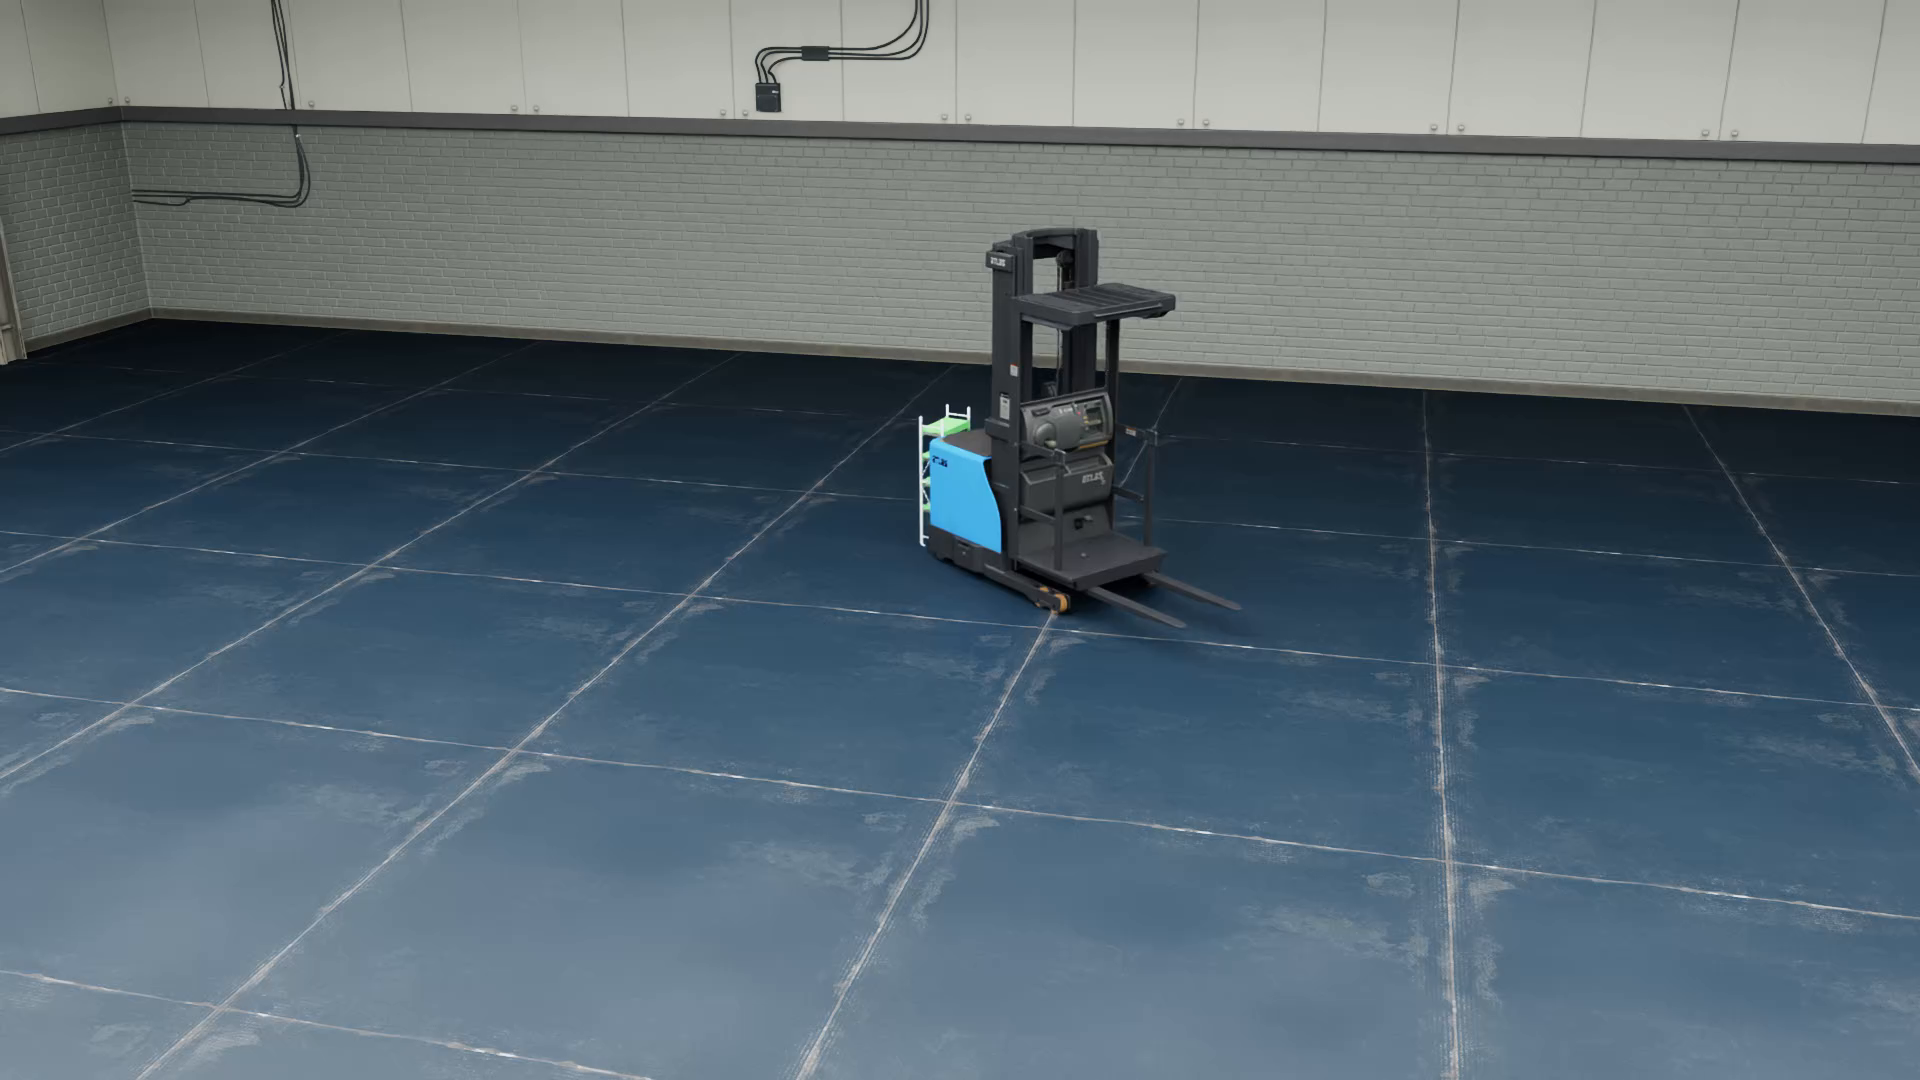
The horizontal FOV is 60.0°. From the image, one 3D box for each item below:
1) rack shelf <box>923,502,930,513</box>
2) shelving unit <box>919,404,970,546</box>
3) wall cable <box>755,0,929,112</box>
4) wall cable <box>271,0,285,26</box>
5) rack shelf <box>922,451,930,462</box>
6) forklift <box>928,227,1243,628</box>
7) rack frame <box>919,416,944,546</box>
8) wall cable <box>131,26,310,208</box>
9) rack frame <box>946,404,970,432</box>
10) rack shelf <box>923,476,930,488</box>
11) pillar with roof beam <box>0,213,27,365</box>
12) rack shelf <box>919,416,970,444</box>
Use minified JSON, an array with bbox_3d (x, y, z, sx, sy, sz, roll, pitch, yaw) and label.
[{"bbox_3d":[-0.134,-0.289,15.118,0.258,0.148,0.480,10,21,27],"label":"rack shelf"},{"bbox_3d":[-0.134,-0.577,15.020,0.258,1.200,0.503,10,21,27],"label":"shelving unit"},{"bbox_3d":[-1.517,-8.324,20.373,2.305,6.003,0.169,5,19,13],"label":"wall cable"},{"bbox_3d":[-8.096,-8.176,22.192,3.097,2.526,0.112,5,19,13],"label":"wall cable"},{"bbox_3d":[-0.134,-0.743,14.963,0.258,0.148,0.480,10,21,27],"label":"rack shelf"},{"bbox_3d":[1.016,-0.968,13.487,1.130,2.935,3.031,-14,23,-35],"label":"forklift"},{"bbox_3d":[-0.250,-0.507,14.816,0.240,1.200,0.015,10,21,27],"label":"rack frame"},{"bbox_3d":[-10.719,-5.999,23.634,3.097,2.526,0.112,5,19,13],"label":"wall cable"},{"bbox_3d":[-0.018,-0.646,15.223,0.240,1.200,0.015,10,21,27],"label":"rack frame"},{"bbox_3d":[-0.134,-0.516,15.040,0.258,0.148,0.480,10,21,27],"label":"rack shelf"},{"bbox_3d":[-8.547,-6.310,19.739,9.100,9.000,0.400,5,19,13],"label":"pillar with roof beam"},{"bbox_3d":[-0.134,-0.970,14.885,0.258,0.148,0.480,10,21,27],"label":"rack shelf"}]
